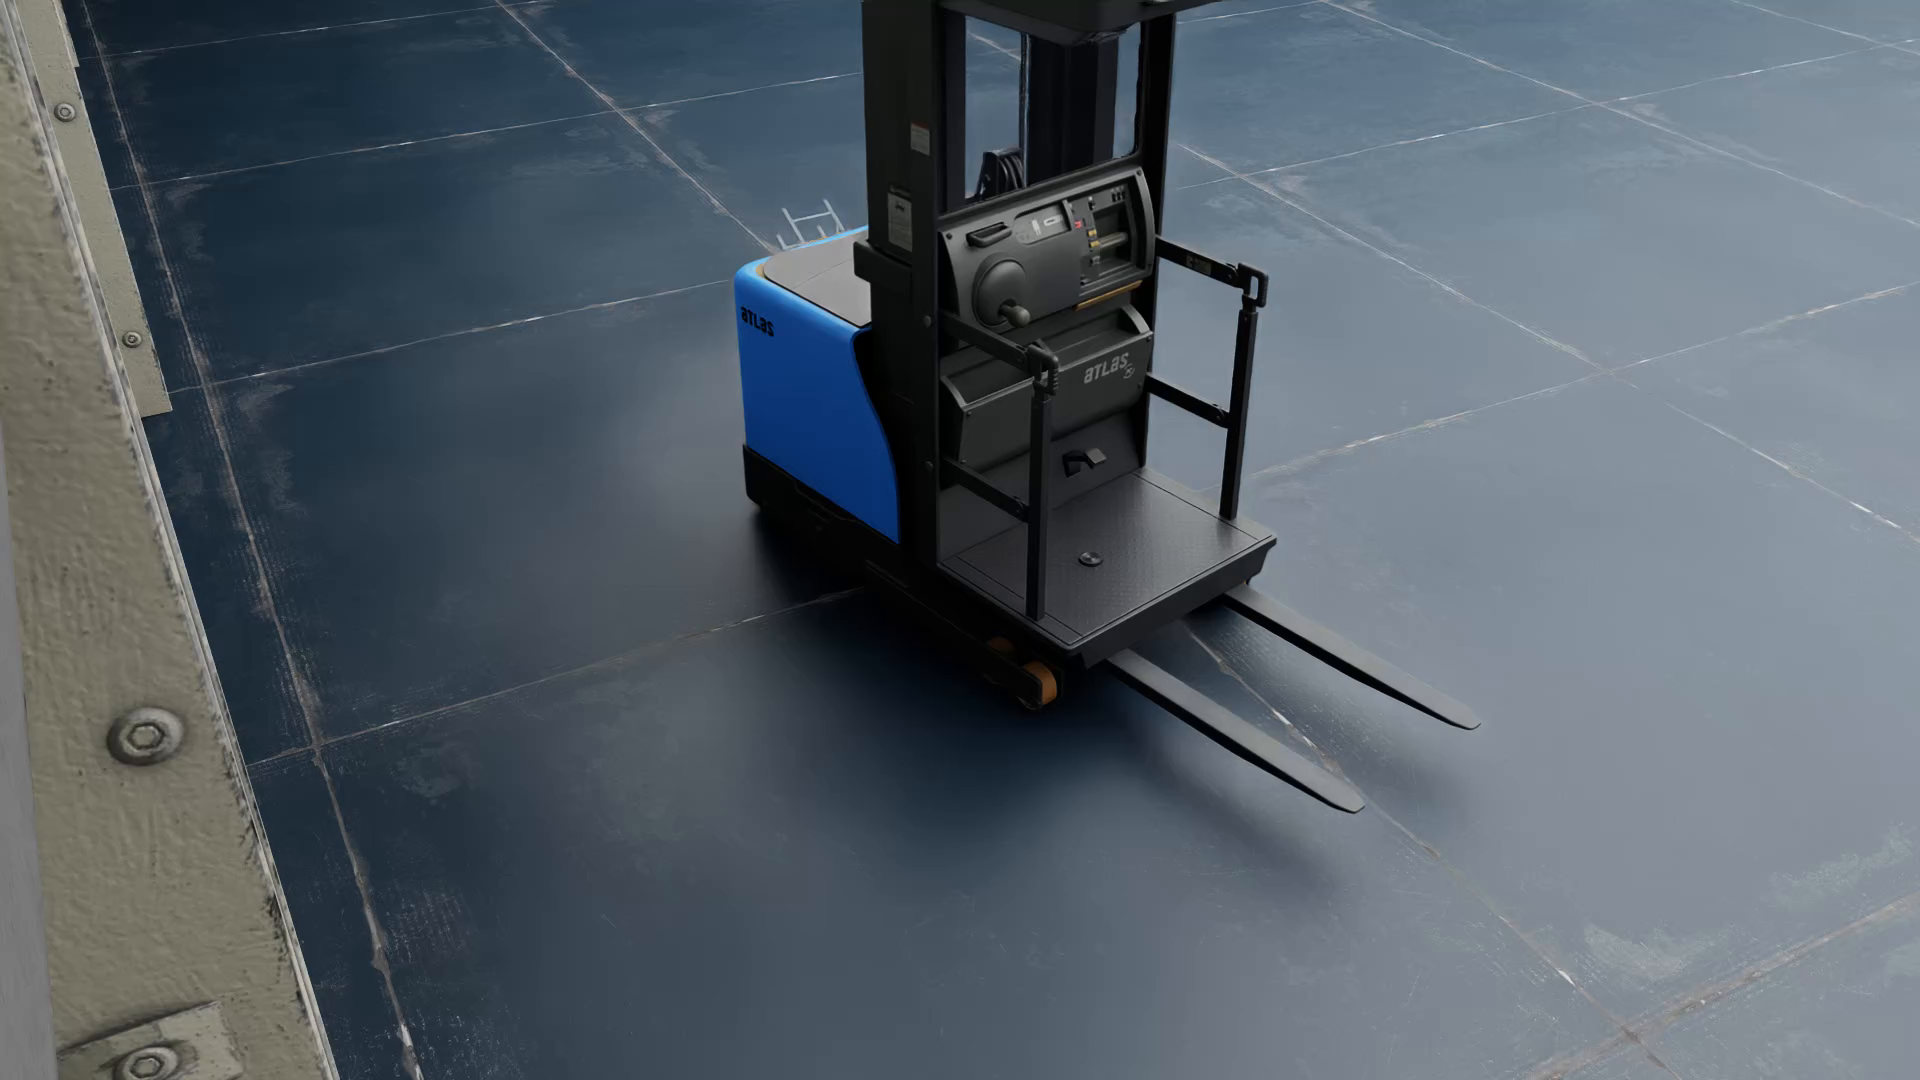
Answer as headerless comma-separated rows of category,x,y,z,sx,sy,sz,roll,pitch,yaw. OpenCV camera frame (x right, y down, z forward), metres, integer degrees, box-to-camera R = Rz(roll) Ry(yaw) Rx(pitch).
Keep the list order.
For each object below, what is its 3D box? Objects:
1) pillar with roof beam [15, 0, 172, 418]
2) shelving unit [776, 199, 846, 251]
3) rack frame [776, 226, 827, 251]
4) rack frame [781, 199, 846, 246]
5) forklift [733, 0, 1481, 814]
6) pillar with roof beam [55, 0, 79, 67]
pillar with roof beam,-0.059,-5.525,7.032,9.100,9.000,0.400,-16,36,-23
shelving unit,-0.488,-1.073,7.757,0.258,0.189,1.200,-18,64,-26
rack frame,-0.509,-1.024,7.831,0.240,0.006,1.200,-18,64,-26
rack frame,-0.466,-1.122,7.683,0.240,0.006,1.200,-18,64,-26
forklift,0.455,-0.952,5.519,1.130,2.935,3.031,-25,40,-34
pillar with roof beam,-2.856,-8.388,11.501,9.100,9.000,0.400,-16,36,-23
